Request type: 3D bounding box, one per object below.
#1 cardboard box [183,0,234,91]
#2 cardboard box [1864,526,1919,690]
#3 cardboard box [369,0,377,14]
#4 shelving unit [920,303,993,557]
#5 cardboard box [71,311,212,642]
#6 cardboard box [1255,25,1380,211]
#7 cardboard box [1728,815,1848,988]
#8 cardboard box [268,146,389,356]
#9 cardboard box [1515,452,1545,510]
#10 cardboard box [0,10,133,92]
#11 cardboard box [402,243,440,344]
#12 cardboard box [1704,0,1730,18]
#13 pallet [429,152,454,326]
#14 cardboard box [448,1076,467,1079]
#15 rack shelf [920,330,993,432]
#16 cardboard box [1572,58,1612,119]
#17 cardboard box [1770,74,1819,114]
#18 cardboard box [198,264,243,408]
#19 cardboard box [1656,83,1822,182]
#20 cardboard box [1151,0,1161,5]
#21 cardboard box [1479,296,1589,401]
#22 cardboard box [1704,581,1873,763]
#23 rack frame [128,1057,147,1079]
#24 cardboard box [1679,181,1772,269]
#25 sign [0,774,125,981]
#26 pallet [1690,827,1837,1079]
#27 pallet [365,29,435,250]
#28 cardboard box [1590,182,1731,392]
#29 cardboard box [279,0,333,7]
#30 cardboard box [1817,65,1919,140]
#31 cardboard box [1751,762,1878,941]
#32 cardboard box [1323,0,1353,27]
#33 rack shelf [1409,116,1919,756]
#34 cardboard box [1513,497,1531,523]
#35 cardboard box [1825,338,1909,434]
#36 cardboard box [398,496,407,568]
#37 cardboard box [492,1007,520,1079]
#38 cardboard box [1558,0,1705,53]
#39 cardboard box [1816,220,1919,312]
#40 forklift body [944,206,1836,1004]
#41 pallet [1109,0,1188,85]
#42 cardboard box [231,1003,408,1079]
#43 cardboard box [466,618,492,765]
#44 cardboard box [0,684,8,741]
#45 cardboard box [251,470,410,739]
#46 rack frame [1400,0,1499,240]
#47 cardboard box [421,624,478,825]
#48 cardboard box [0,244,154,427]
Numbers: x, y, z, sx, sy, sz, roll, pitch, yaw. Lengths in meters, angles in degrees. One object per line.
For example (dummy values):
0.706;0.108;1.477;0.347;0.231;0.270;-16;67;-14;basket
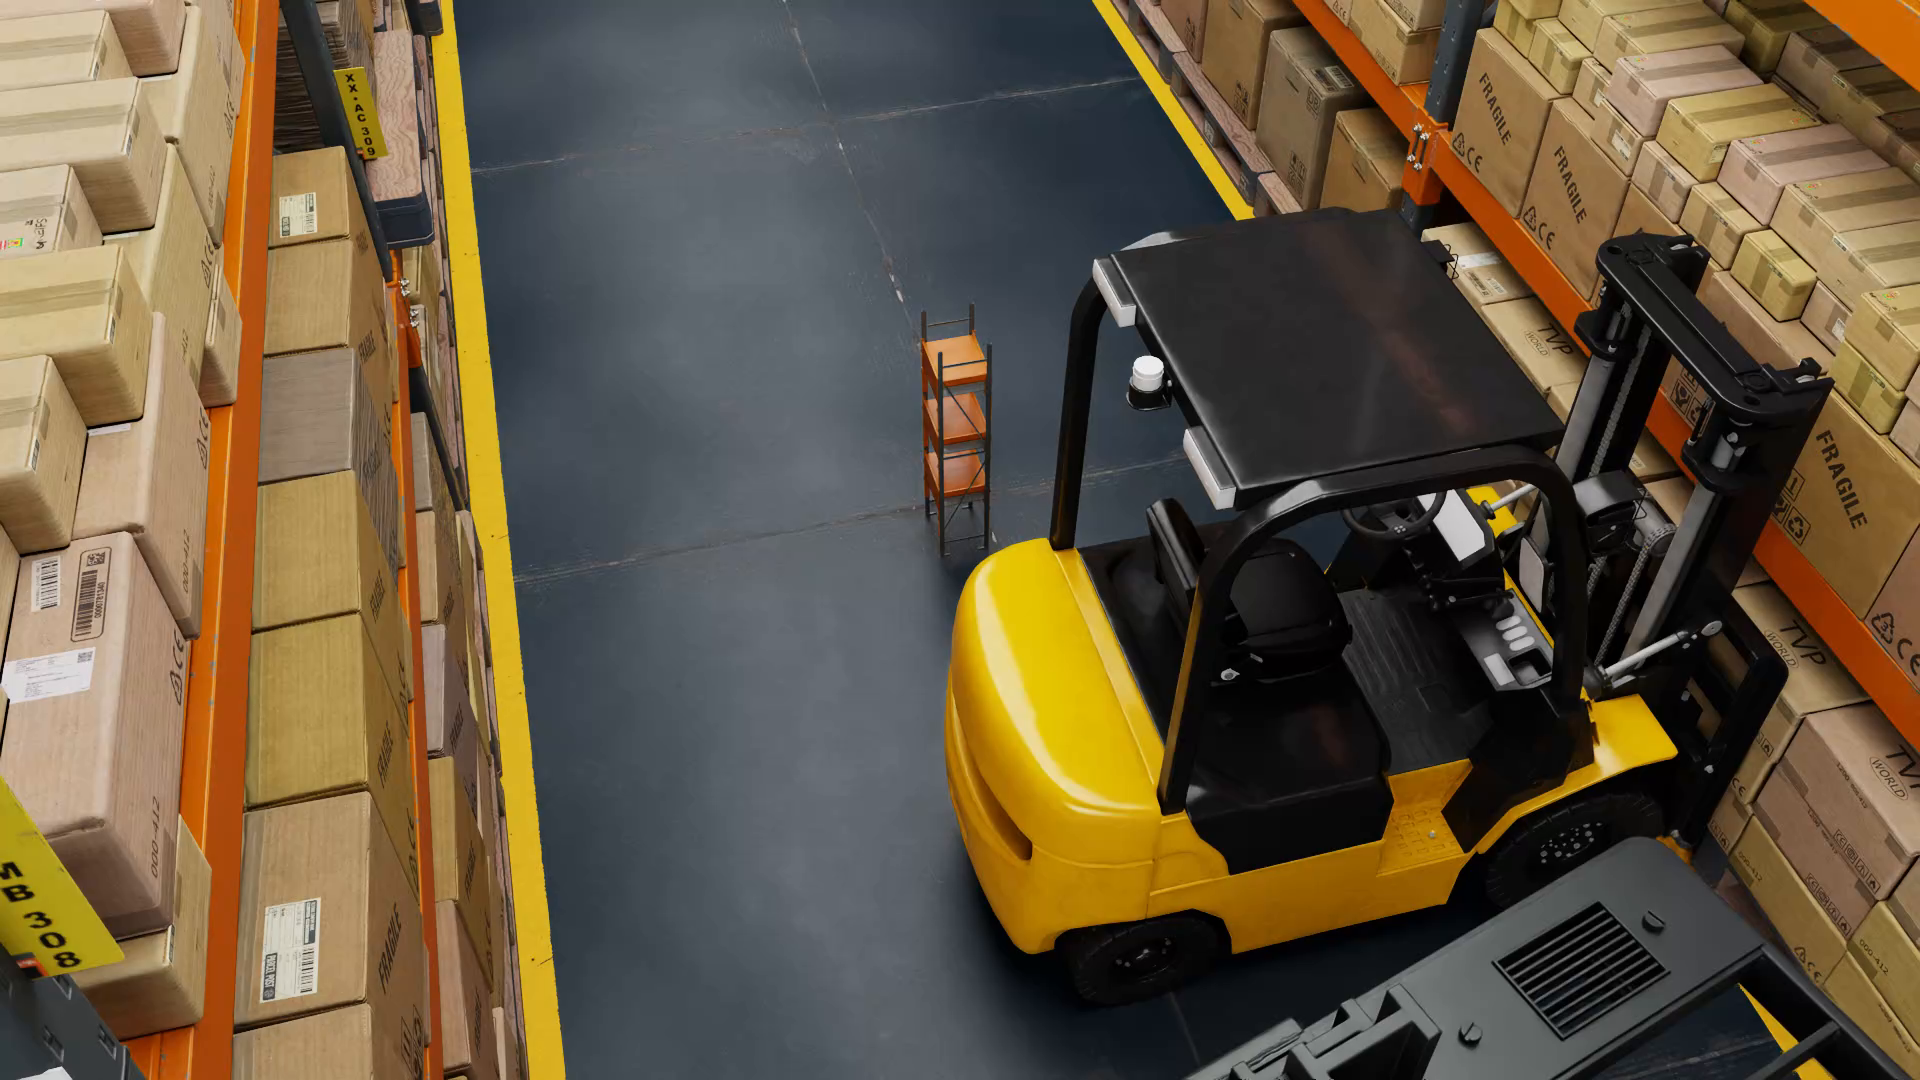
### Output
-1.848;-1.117;3.541;0.500;0.250;0.500;-11;47;-11;cardboard box
2.849;0.191;4.393;0.500;0.500;0.500;-9;46;-9;cardboard box
-2.553;-2.326;6.357;0.500;0.500;0.500;-11;47;-11;cardboard box
-0.014;-0.404;6.411;0.215;1.050;0.252;-11;47;-10;shelving unit
-1.435;-0.059;2.504;0.500;0.250;0.500;-11;47;-11;cardboard box
1.993;-2.095;8.072;0.875;0.625;0.625;-11;47;-11;cardboard box
2.809;1.081;5.222;0.500;0.250;0.500;-11;47;-10;cardboard box
-2.114;-0.852;5.206;0.500;0.500;0.500;-12;47;-11;cardboard box
2.403;-0.157;6.085;0.500;0.250;0.500;-11;47;-11;cardboard box
-1.698;-0.793;2.944;0.380;0.149;0.250;-10;46;-9;cardboard box
-2.792;-1.059;7.233;0.950;0.372;0.625;-8;46;-8;cardboard box
2.727;-1.904;5.784;0.380;0.149;0.250;-12;47;-11;cardboard box
-2.985;-1.379;7.954;1.003;0.211;1.213;-11;47;-10;pallet
-1.390;1.717;4.074;0.500;0.500;0.500;-12;47;-12;cardboard box
-0.014;-0.596;6.216;0.215;0.259;0.240;-11;47;-10;rack shelf
2.318;-1.525;5.620;0.380;0.149;0.250;-11;47;-10;cardboard box
2.920;-1.449;5.545;0.380;0.149;0.250;-10;47;-10;cardboard box
-1.550;-0.354;3.073;0.380;0.149;0.250;-10;46;-10;cardboard box
2.411;-1.267;5.159;0.380;0.149;0.250;-11;47;-11;cardboard box
1.451;-3.529;9.477;0.875;0.625;0.625;-9;46;-9;cardboard box
2.271;-0.673;6.240;0.500;0.250;0.500;-11;47;-10;cardboard box
2.658;0.384;5.205;0.500;0.250;0.500;-10;46;-10;cardboard box
-1.444;1.787;2.898;1.000;3.000;0.127;-11;47;-10;rack frame
2.456;-0.989;5.095;0.380;0.149;0.250;-12;47;-12;cardboard box
-0.920;0.332;1.612;0.100;0.325;0.005;-11;47;-10;sign
3.117;1.333;5.296;1.003;0.211;1.213;-11;47;-10;pallet
-2.523;-1.461;6.216;1.003;0.211;1.213;-11;47;-10;pallet
2.470;-0.859;5.422;0.500;0.500;0.500;-11;47;-11;cardboard box
-2.247;-1.877;5.463;0.380;0.149;0.250;-11;47;-10;cardboard box
2.979;-1.380;5.270;0.380;0.149;0.250;-11;47;-11;cardboard box
2.808;0.891;5.058;0.500;0.250;0.500;-11;47;-11;cardboard box
1.813;-2.478;7.183;0.500;0.250;0.500;-11;47;-11;cardboard box
2.841;-0.252;5.400;1.077;0.370;4.000;-11;47;-10;rack shelf
2.424;0.025;6.256;0.500;0.250;0.500;-10;46;-10;cardboard box
2.641;-0.454;4.571;0.380;0.149;0.250;-10;46;-10;cardboard box
-1.828;-0.019;4.844;0.380;0.149;0.250;-11;47;-11;cardboard box
-1.507;1.642;4.672;0.500;0.250;0.500;-9;46;-9;cardboard box
2.295;-1.815;5.696;0.380;0.149;0.250;-10;46;-10;cardboard box
2.659;-0.756;4.658;0.380;0.149;0.250;-10;46;-10;cardboard box
1.104;0.199;5.049;2.313;2.155;1.214;-11;47;-10;forklift body
1.478;-3.094;9.635;1.003;0.211;1.213;-11;47;-10;pallet
-1.298;1.271;3.126;0.500;0.500;0.500;-11;47;-11;cardboard box
-1.911;0.566;5.726;0.500;0.250;0.500;-12;47;-11;cardboard box
-1.338;0.264;1.909;0.380;0.149;0.250;-11;47;-11;cardboard box
-1.703;0.212;4.163;0.500;0.500;0.500;-12;47;-11;cardboard box
2.329;-1.884;6.496;1.000;3.000;0.127;-11;47;-10;rack frame
-1.794;0.641;5.128;0.500;0.500;0.500;-8;46;-8;cardboard box
-1.415;-0.278;2.440;0.380;0.149;0.250;-11;47;-10;cardboard box
